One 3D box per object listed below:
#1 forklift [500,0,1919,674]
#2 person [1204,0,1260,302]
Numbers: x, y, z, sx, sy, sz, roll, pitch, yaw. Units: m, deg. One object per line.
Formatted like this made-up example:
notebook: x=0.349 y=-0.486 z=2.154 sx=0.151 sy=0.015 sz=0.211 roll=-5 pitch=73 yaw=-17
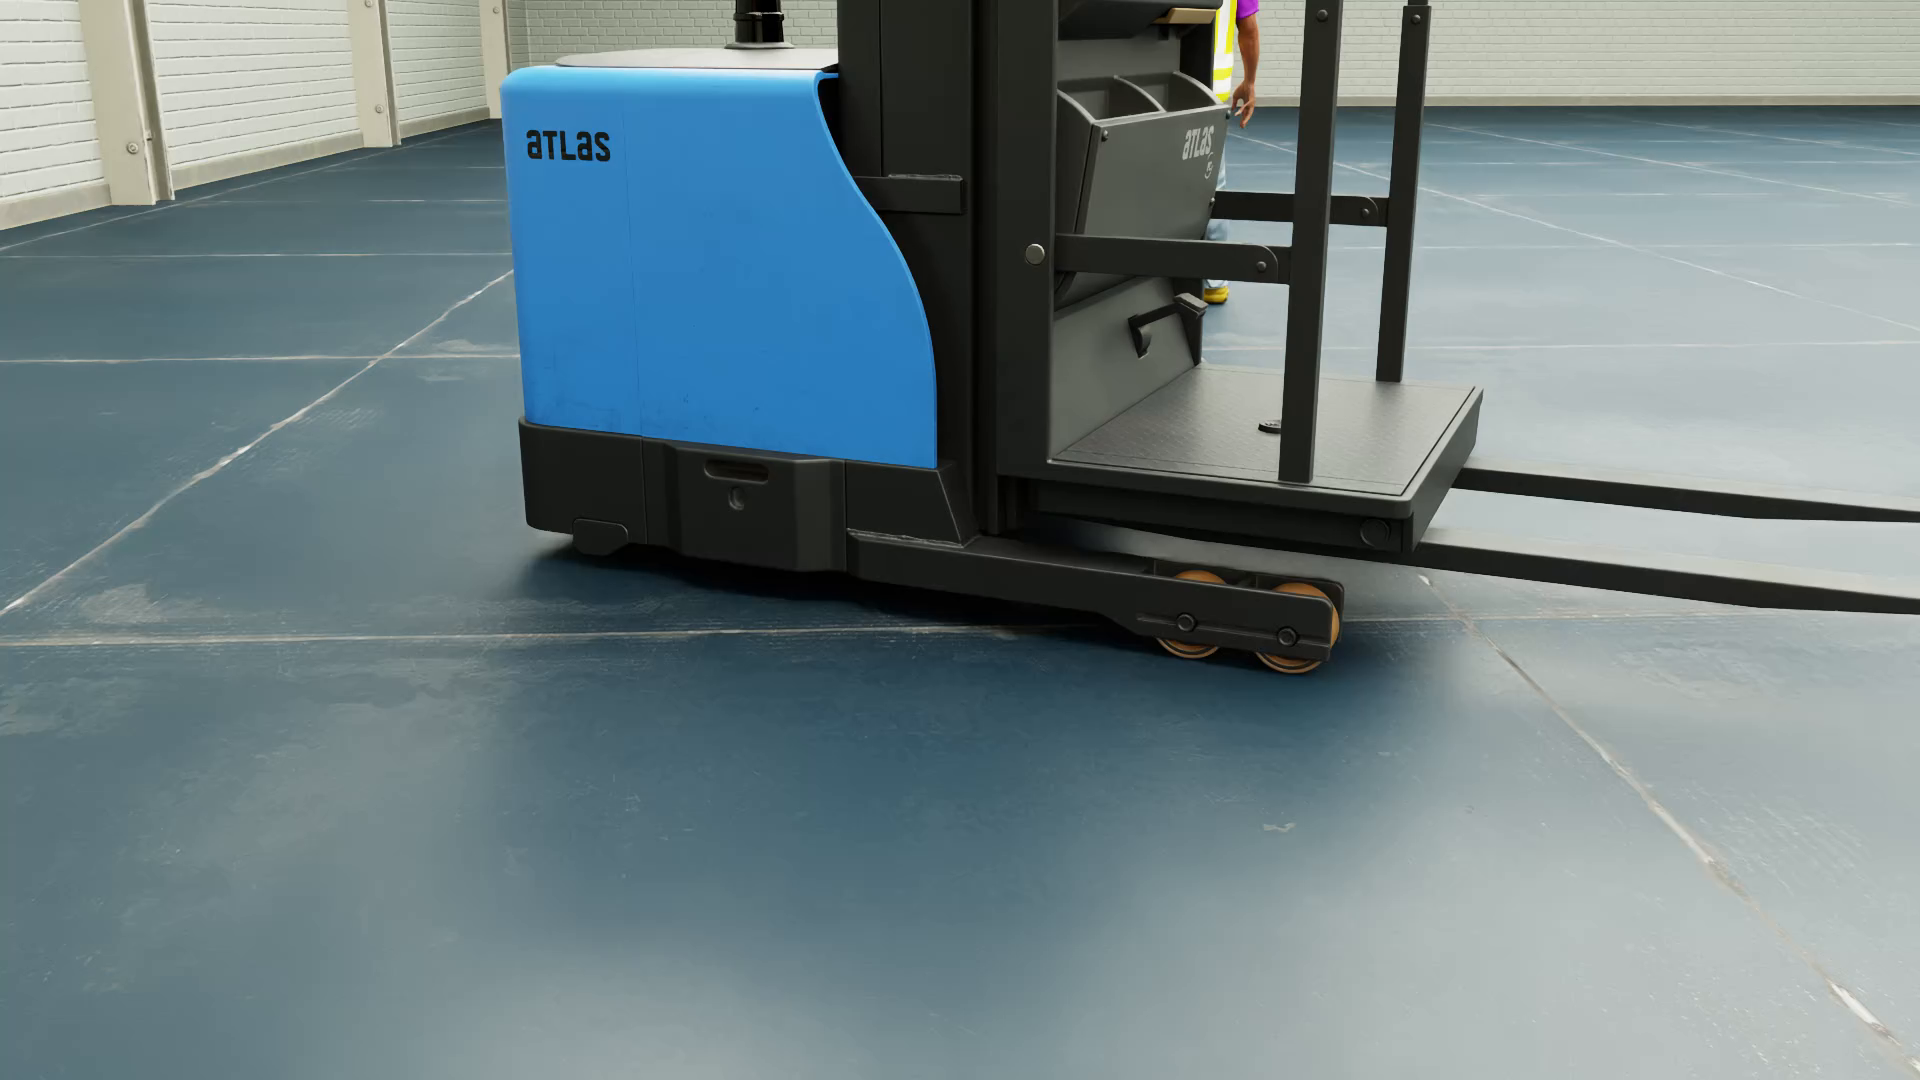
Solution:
forklift: x=0.568 y=-1.329 z=3.253 sx=3.031 sy=2.935 sz=1.130 roll=7 pitch=18 yaw=22
person: x=0.910 y=-1.879 z=7.017 sx=0.665 sy=1.768 sz=0.575 roll=-2 pitch=17 yaw=-6
